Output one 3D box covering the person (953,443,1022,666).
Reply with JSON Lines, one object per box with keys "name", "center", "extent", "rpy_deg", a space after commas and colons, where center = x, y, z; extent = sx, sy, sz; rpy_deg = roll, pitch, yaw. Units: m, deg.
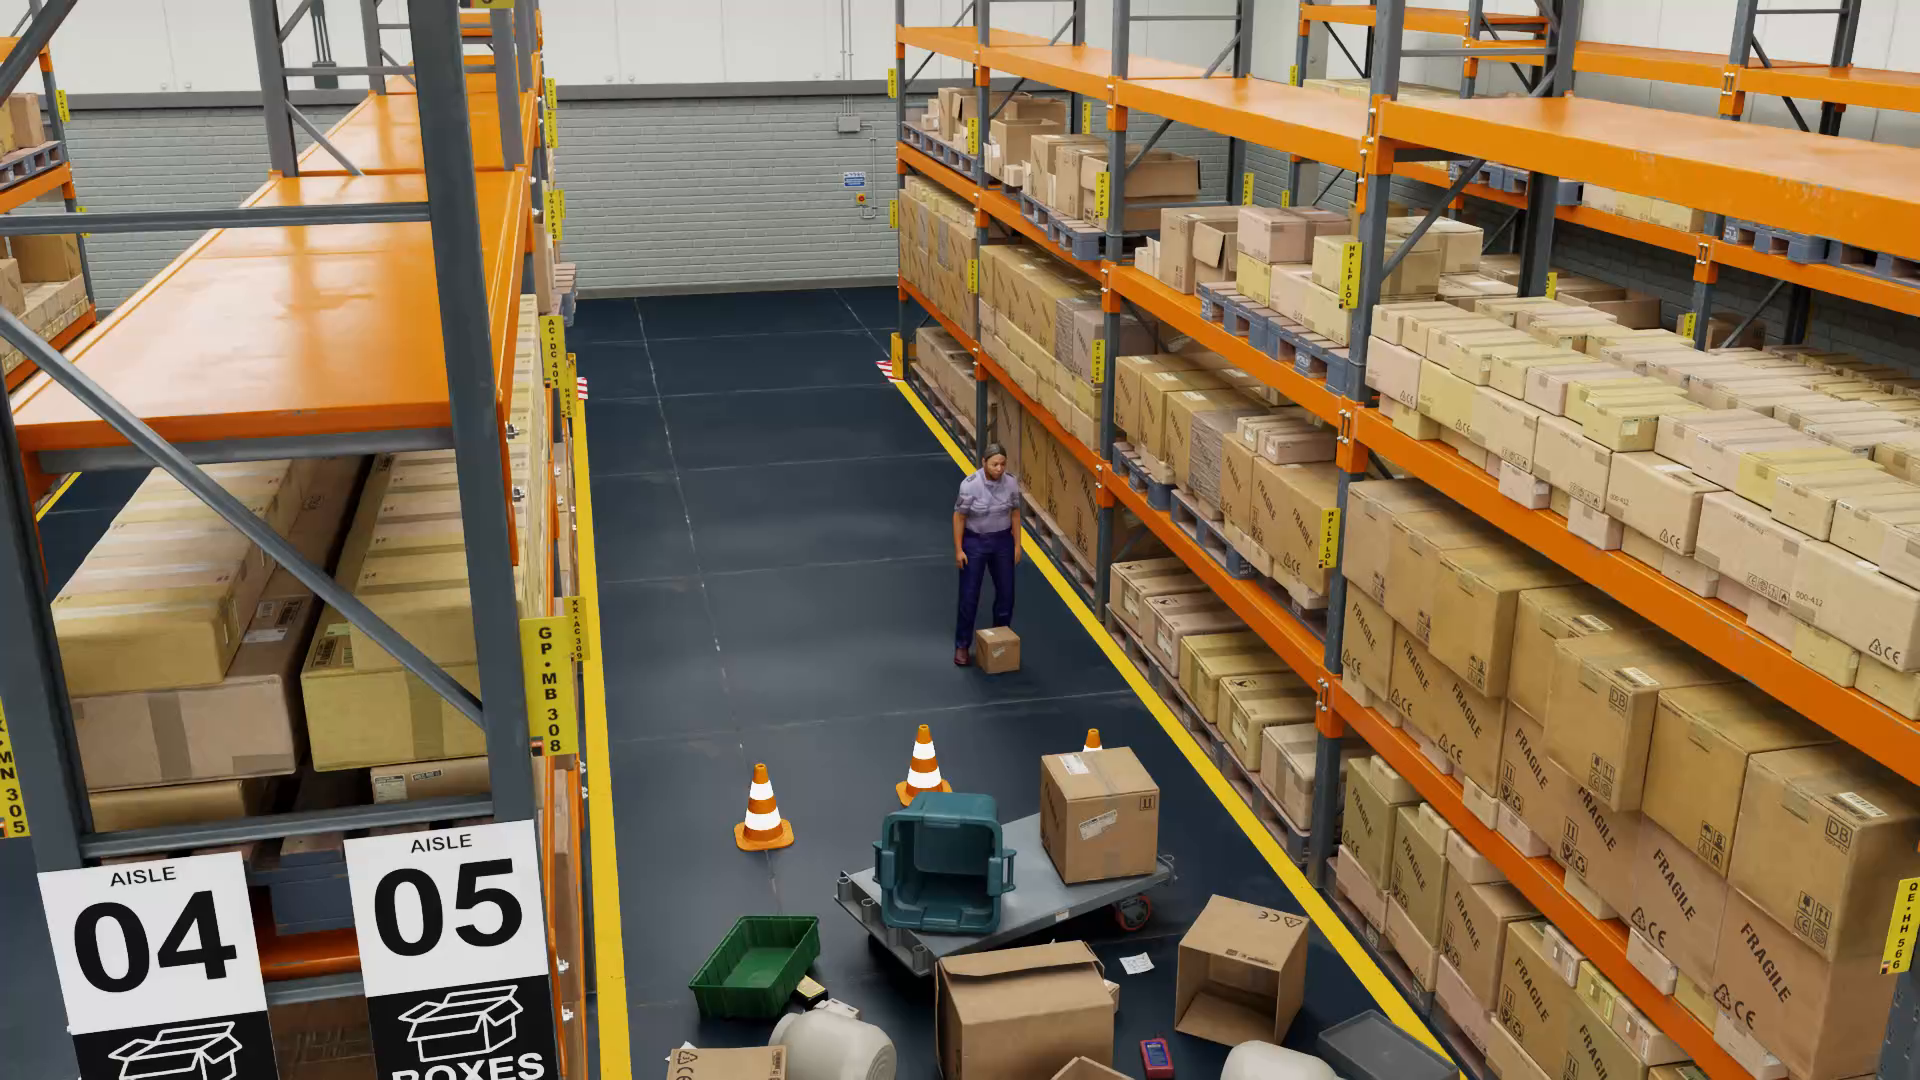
{"name": "person", "center": [0.193, 0.074, 12.153], "extent": [0.557, 1.650, 0.372], "rpy_deg": [-7, 21, -18]}
